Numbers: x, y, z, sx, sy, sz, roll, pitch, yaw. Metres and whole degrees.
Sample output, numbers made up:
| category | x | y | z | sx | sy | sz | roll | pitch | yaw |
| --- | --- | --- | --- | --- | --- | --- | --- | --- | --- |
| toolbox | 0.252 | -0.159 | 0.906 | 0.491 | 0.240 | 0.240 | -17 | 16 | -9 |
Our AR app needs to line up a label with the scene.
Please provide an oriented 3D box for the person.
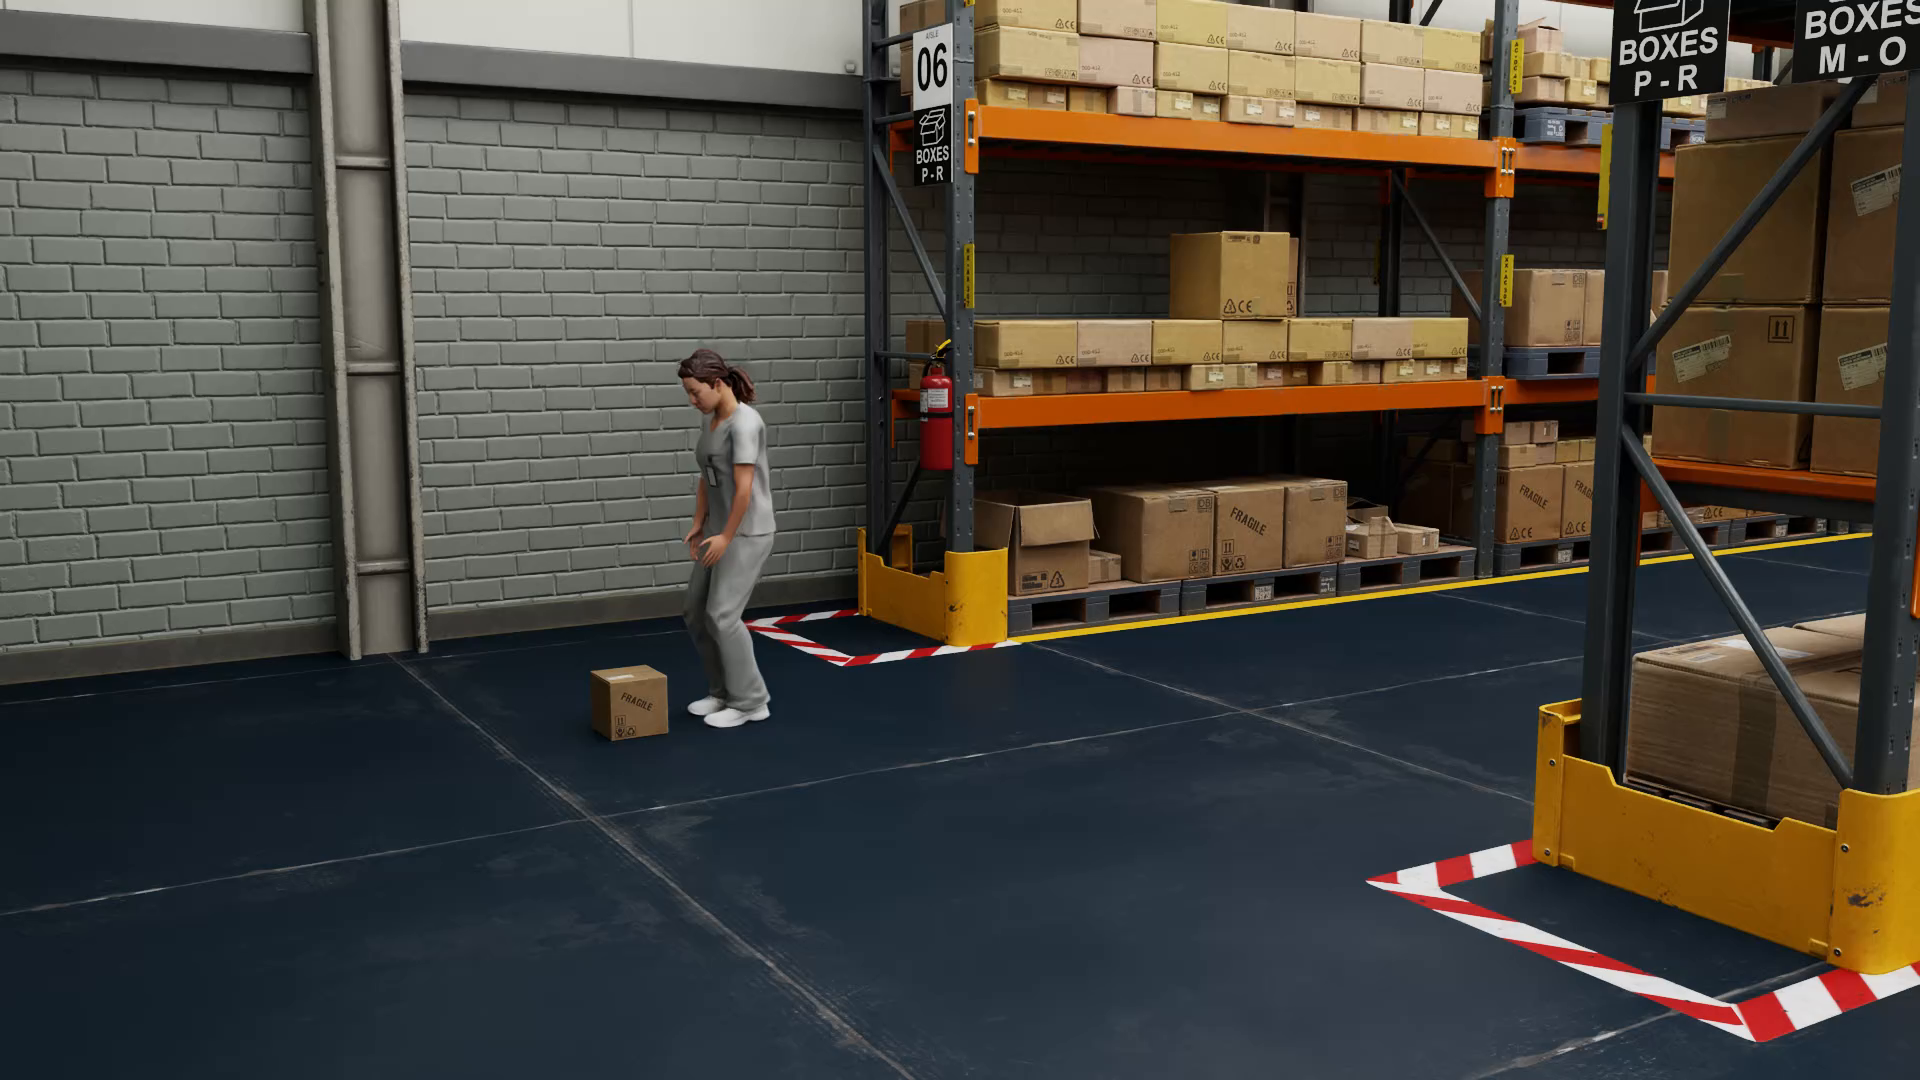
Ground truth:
| category | x | y | z | sx | sy | sz | roll | pitch | yaw |
| --- | --- | --- | --- | --- | --- | --- | --- | --- | --- |
| person | -0.999 | 0.095 | 7.182 | 0.406 | 1.398 | 0.464 | -5 | 9 | -29 |
